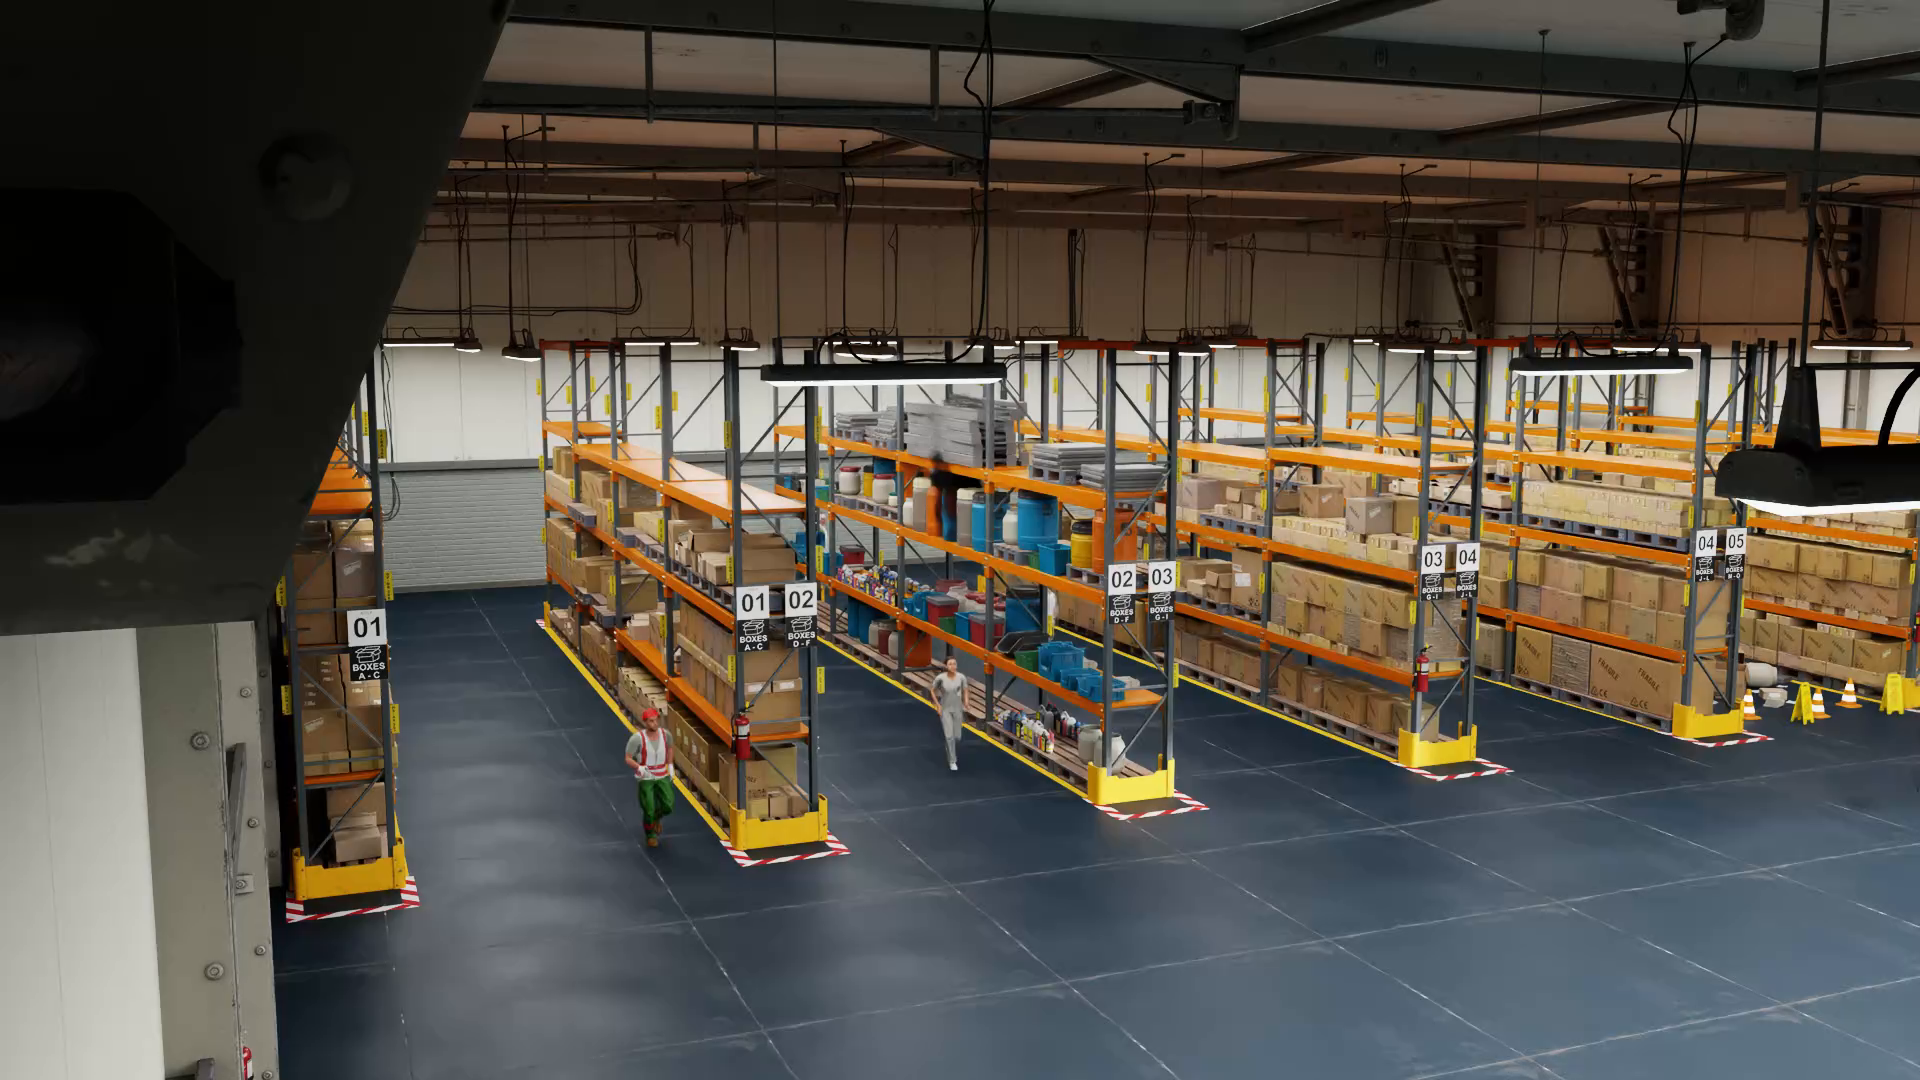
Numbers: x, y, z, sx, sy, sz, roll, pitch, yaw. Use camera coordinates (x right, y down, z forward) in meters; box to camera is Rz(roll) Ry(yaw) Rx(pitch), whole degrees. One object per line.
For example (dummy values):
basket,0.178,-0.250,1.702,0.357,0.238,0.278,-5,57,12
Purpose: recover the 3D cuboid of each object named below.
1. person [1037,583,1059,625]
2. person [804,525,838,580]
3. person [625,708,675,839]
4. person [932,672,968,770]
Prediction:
person,1.544,1.099,30.125,0.665,0.889,0.521,-4,8,-28
person,-3.310,0.338,39.625,0.818,1.452,0.545,-1,7,-6
person,-3.698,2.845,20.091,0.670,1.662,0.535,-4,9,-30
person,-0.149,2.466,23.849,0.525,1.191,0.662,-2,8,-13
